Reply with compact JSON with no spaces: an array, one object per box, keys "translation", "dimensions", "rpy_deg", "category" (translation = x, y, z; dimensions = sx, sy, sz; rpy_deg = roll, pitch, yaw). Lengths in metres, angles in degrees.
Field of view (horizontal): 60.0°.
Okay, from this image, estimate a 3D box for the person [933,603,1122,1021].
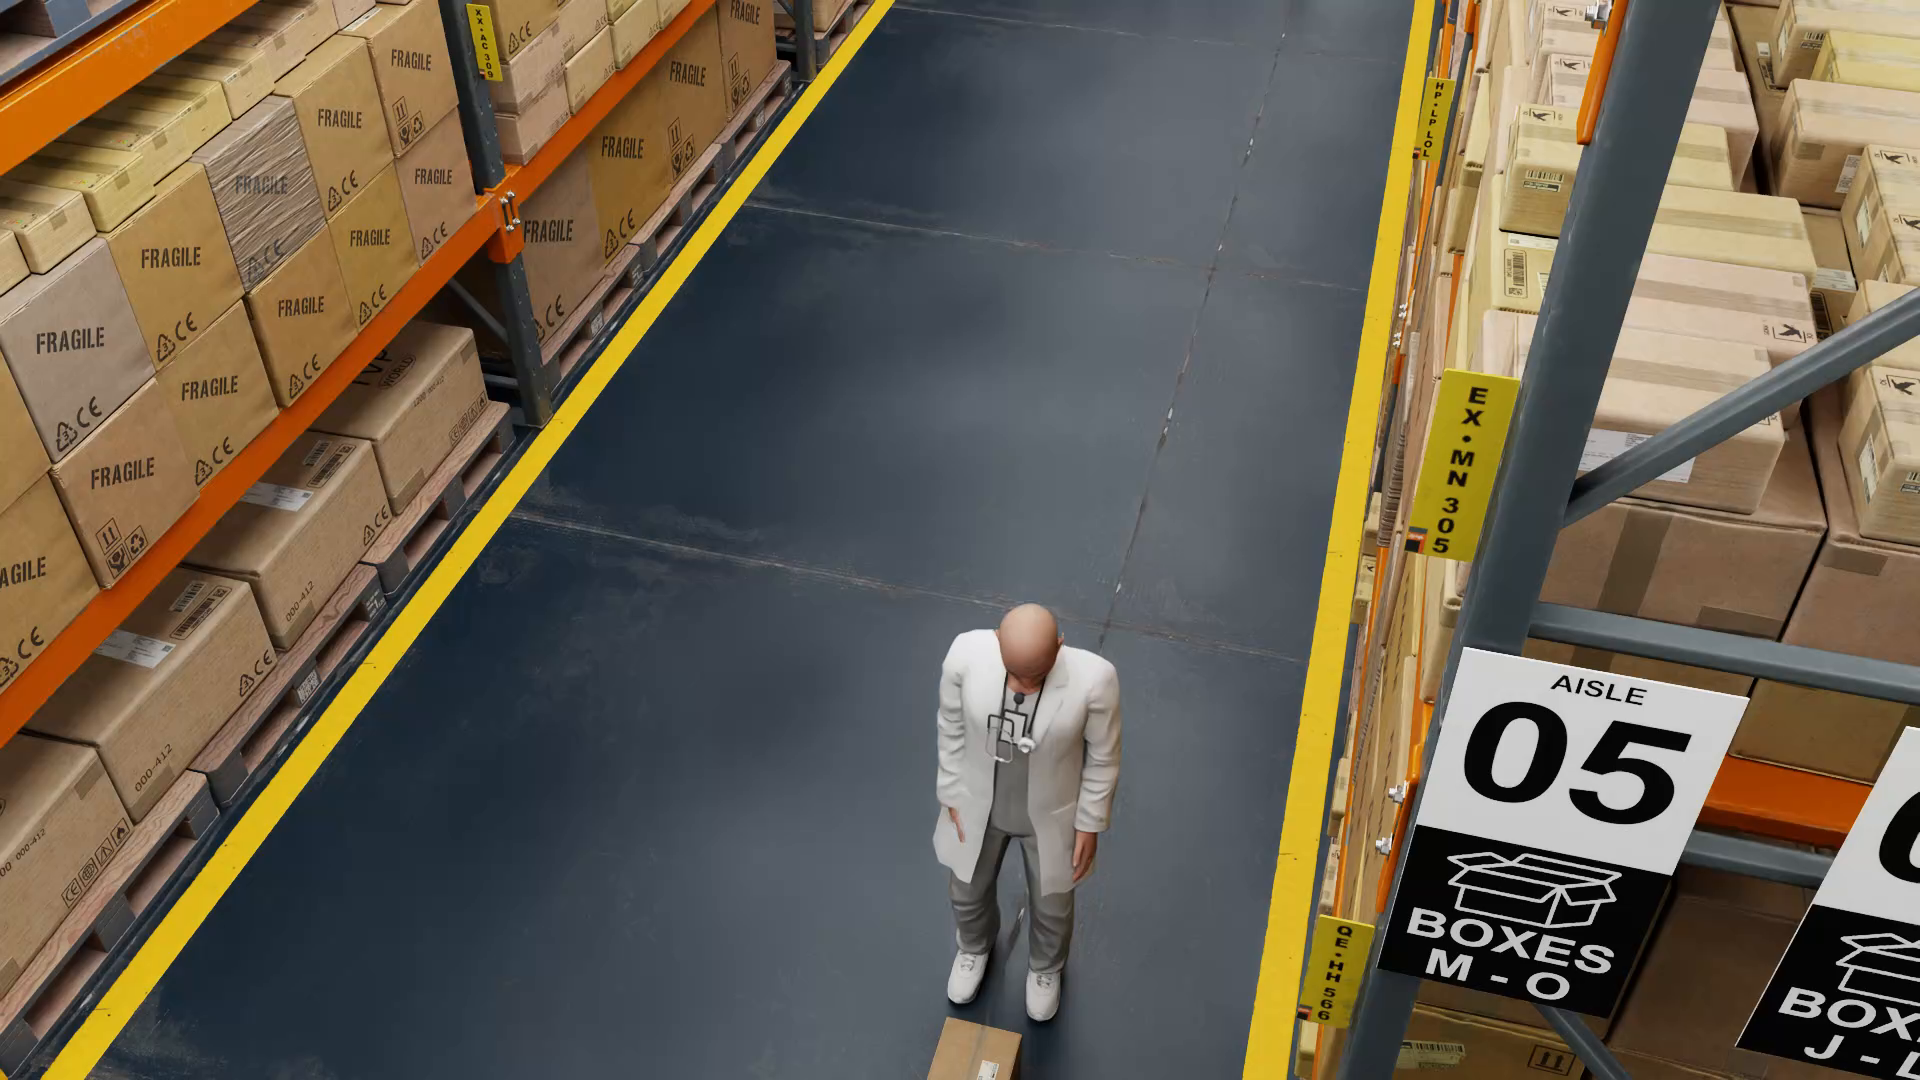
[{"translation":[0.200,0.843,5.210],"dimensions":[0.575,1.751,0.381],"rpy_deg":[10,41,11],"category":"person"}]
